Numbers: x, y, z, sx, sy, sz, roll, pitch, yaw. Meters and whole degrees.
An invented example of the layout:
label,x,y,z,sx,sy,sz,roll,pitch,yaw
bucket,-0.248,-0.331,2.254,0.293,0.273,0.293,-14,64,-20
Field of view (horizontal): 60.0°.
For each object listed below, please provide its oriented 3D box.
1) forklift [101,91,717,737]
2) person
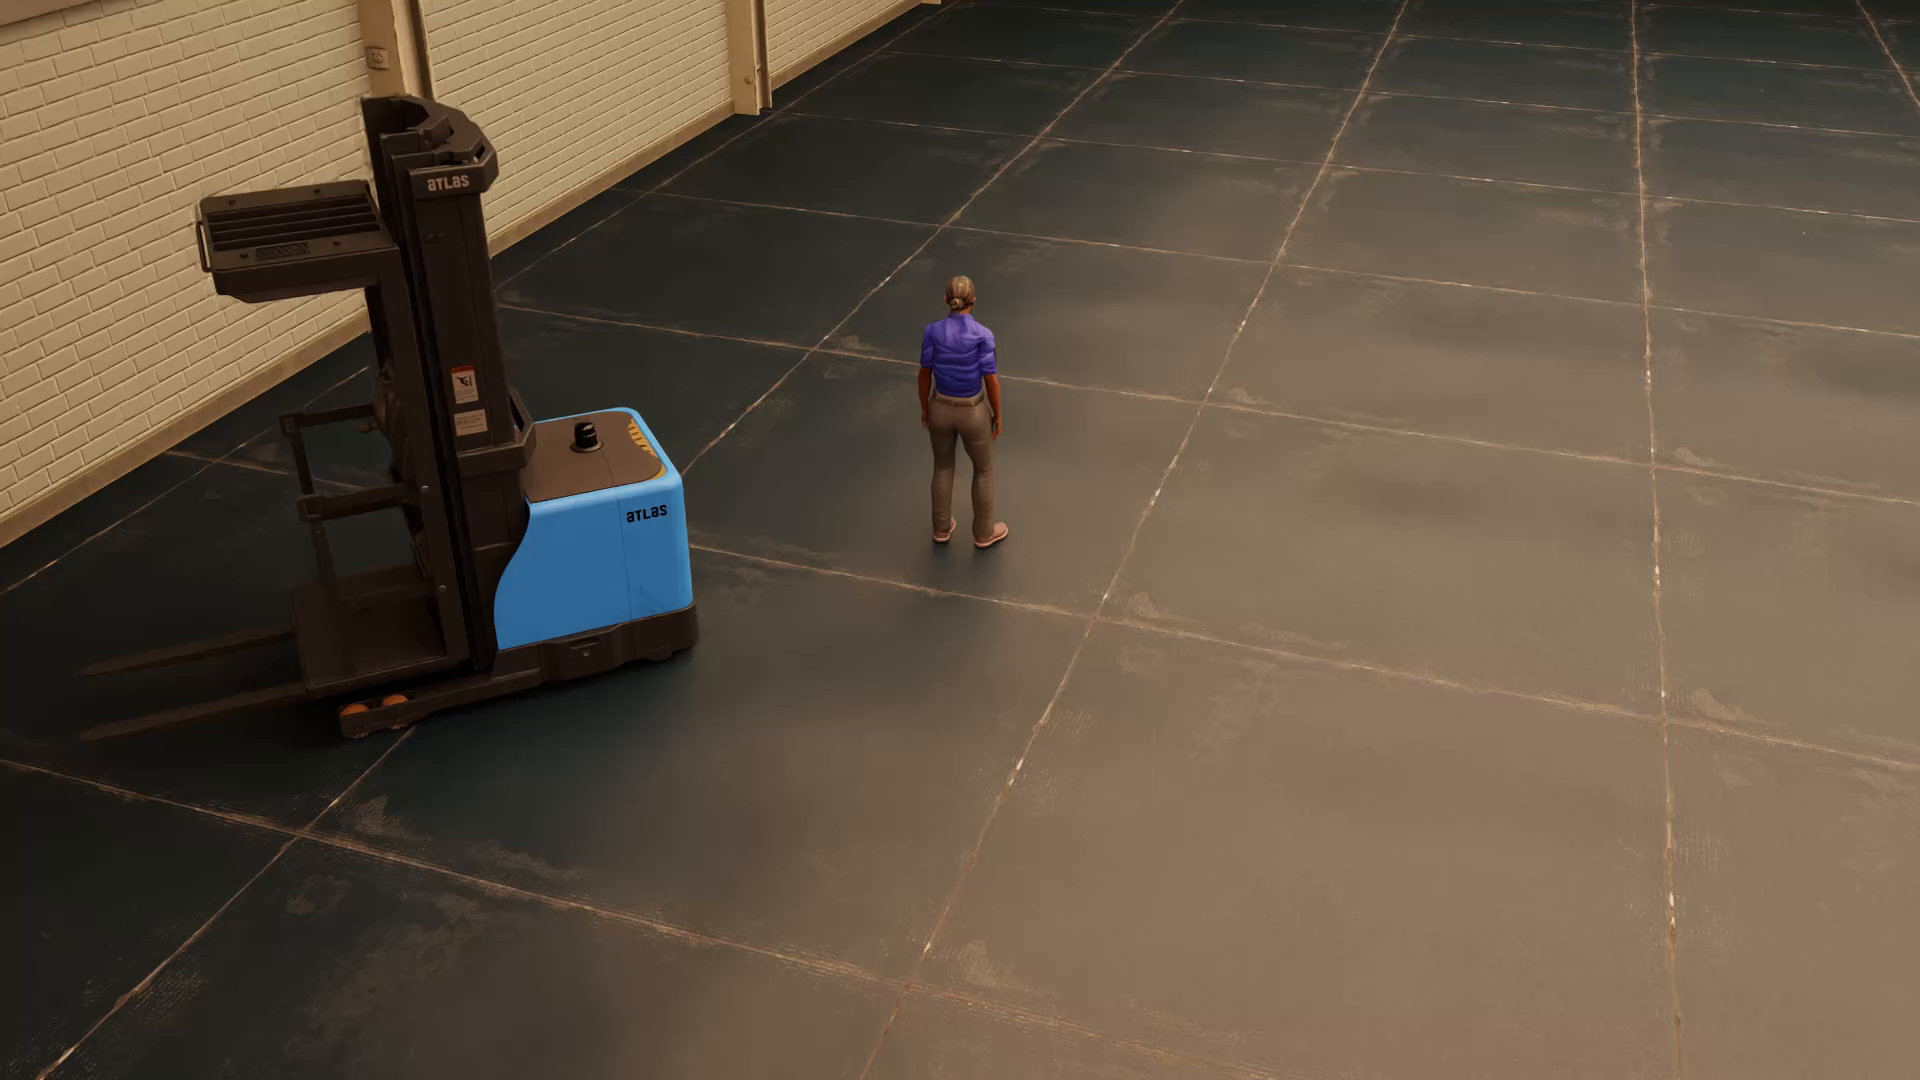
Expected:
label,x,y,z,sx,sy,sz,roll,pitch,yaw
forklift,-2.885,-0.598,8.186,3.031,2.935,1.130,-13,32,-21
person,0.012,-0.735,9.719,0.515,1.653,0.349,8,31,14
